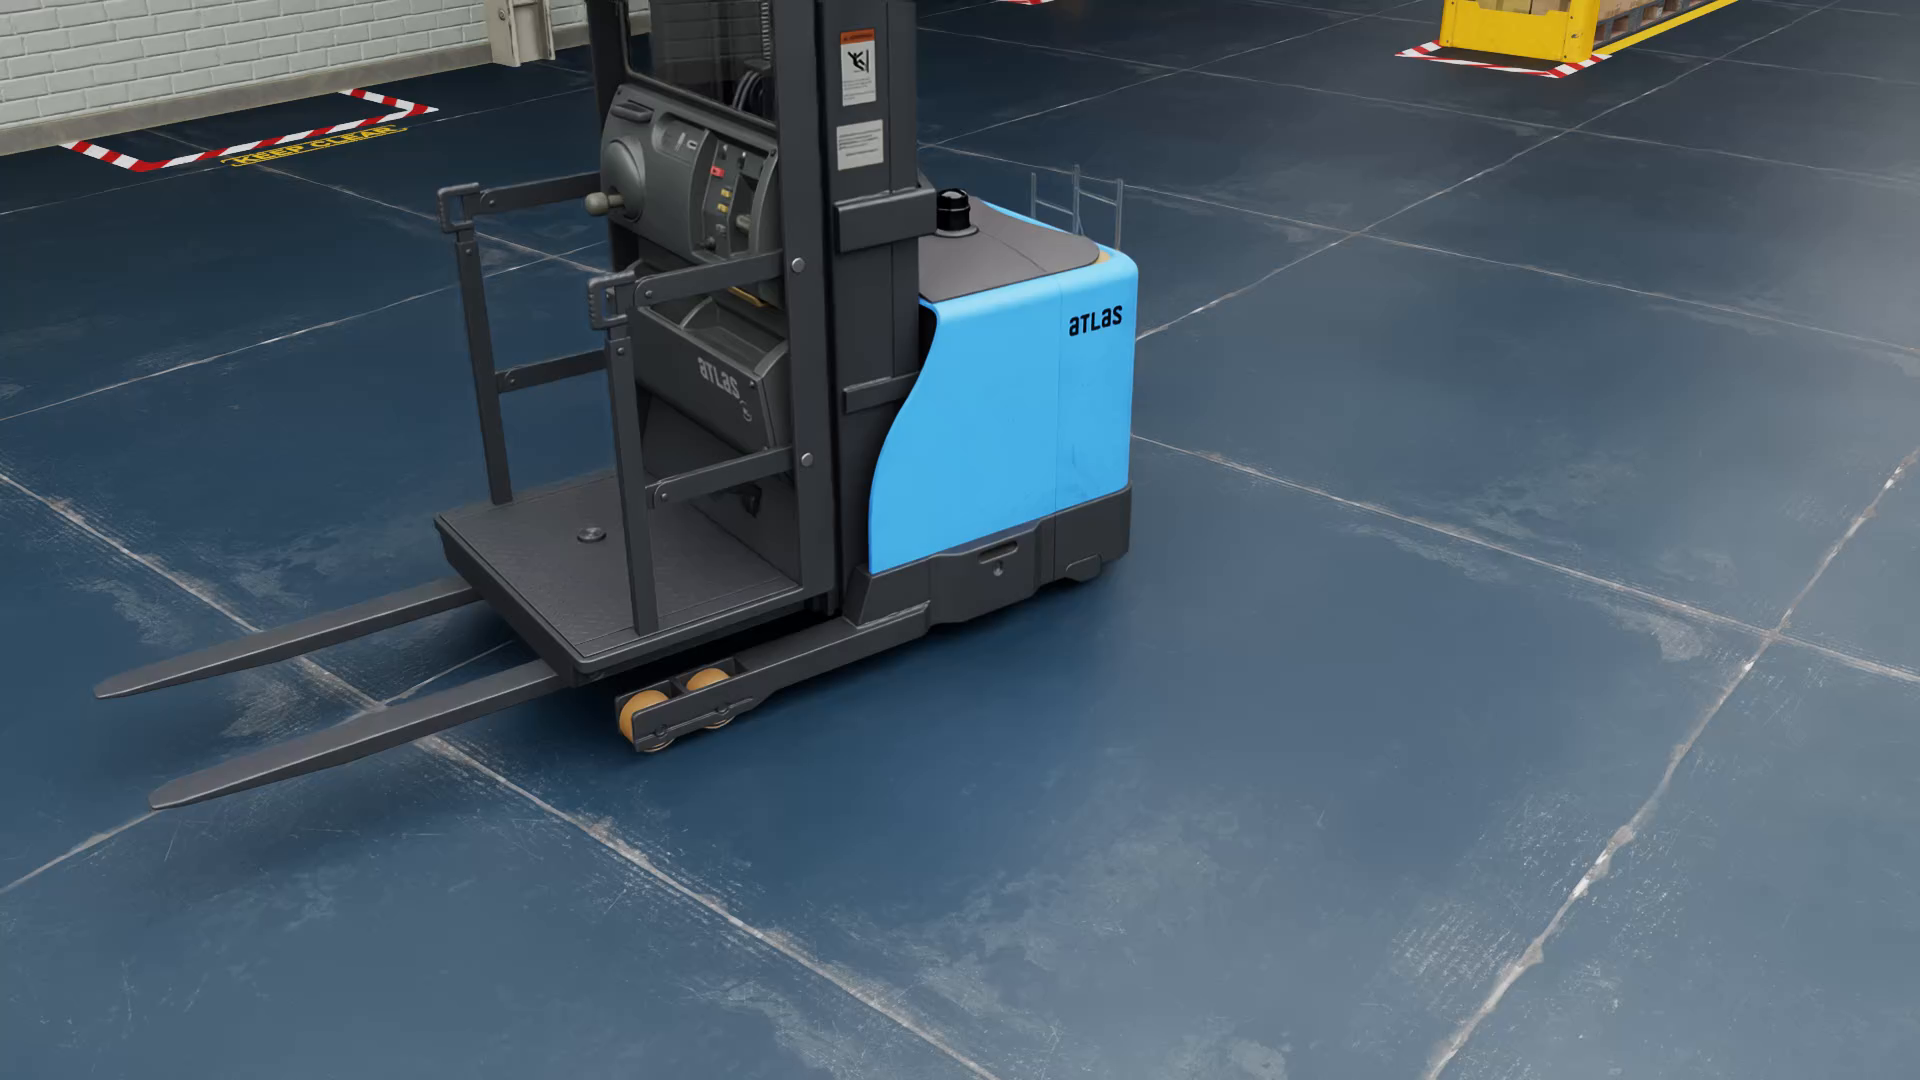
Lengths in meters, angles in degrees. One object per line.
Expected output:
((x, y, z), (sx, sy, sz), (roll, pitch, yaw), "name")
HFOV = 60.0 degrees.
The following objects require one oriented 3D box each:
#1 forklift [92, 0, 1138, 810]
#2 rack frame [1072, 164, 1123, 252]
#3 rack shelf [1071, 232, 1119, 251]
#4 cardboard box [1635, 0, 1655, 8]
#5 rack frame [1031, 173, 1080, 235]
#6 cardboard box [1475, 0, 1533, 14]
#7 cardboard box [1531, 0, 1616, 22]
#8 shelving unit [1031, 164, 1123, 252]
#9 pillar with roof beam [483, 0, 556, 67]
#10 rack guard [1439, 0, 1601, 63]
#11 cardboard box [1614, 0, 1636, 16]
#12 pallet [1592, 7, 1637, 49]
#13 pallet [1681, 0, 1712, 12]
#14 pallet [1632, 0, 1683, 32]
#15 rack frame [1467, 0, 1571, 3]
((-0.925, -0.990, 4.474), (3.031, 2.935, 1.130), (-19, 33, -32), "forklift")
((0.456, -0.680, 5.759), (0.006, 1.200, 0.240), (-19, 33, -32), "rack frame")
((0.382, -0.935, 5.566), (0.180, 0.103, 0.258), (-19, 33, -32), "rack shelf")
((5.597, -4.707, 14.119), (0.500, 0.250, 0.500), (21, 34, 34), "cardboard box")
((0.308, -0.630, 5.662), (0.006, 1.200, 0.240), (-19, 33, -32), "rack frame")
((4.564, -4.503, 13.724), (0.500, 0.250, 0.500), (21, 34, 34), "cardboard box")
((4.964, -4.351, 13.432), (0.500, 0.250, 0.500), (21, 34, 34), "cardboard box")
((0.382, -0.655, 5.710), (0.189, 1.200, 0.258), (-19, 33, -32), "shelving unit")
((-0.091, -6.487, 8.496), (9.100, 9.000, 0.400), (21, 34, 34), "pillar with roof beam")
((4.436, -4.142, 13.213), (1.175, 0.500, 0.348), (21, 34, 34), "rack guard")
((5.279, -4.530, 13.777), (0.500, 0.250, 0.500), (21, 34, 34), "cardboard box")
((4.905, -4.306, 13.843), (1.003, 0.211, 1.213), (21, 34, 34), "pallet")
((6.457, -5.171, 15.515), (1.003, 0.211, 1.213), (21, 34, 34), "pallet")
((5.681, -4.736, 14.676), (1.003, 0.211, 1.213), (21, 34, 34), "pallet")
((4.451, -5.261, 12.655), (1.000, 3.000, 0.127), (21, 34, 34), "rack frame")
